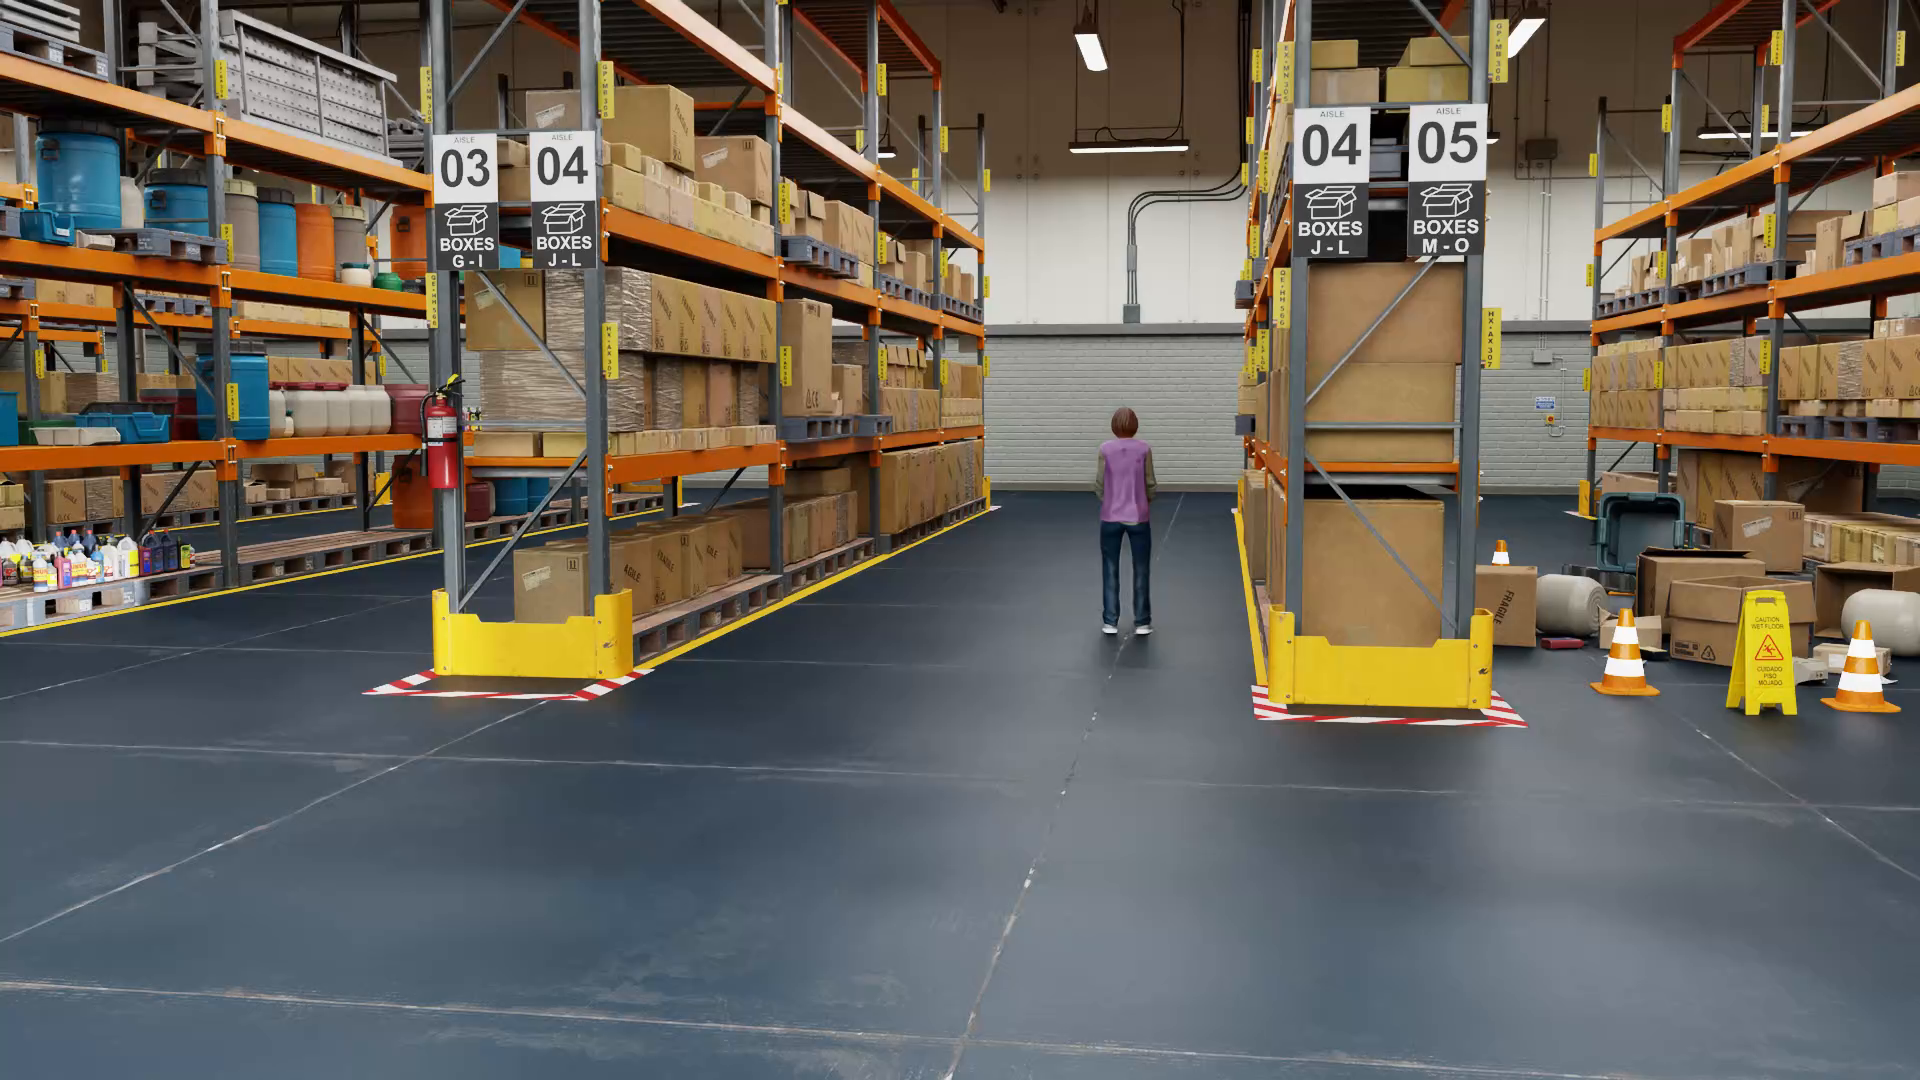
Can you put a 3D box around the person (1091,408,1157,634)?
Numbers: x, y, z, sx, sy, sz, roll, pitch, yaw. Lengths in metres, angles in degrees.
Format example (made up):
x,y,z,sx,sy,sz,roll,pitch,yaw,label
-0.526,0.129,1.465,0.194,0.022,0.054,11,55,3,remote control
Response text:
x,y,z,sx,sy,sz,roll,pitch,yaw,label
1.158,-0.131,11.727,0.473,1.593,0.350,1,5,8,person
